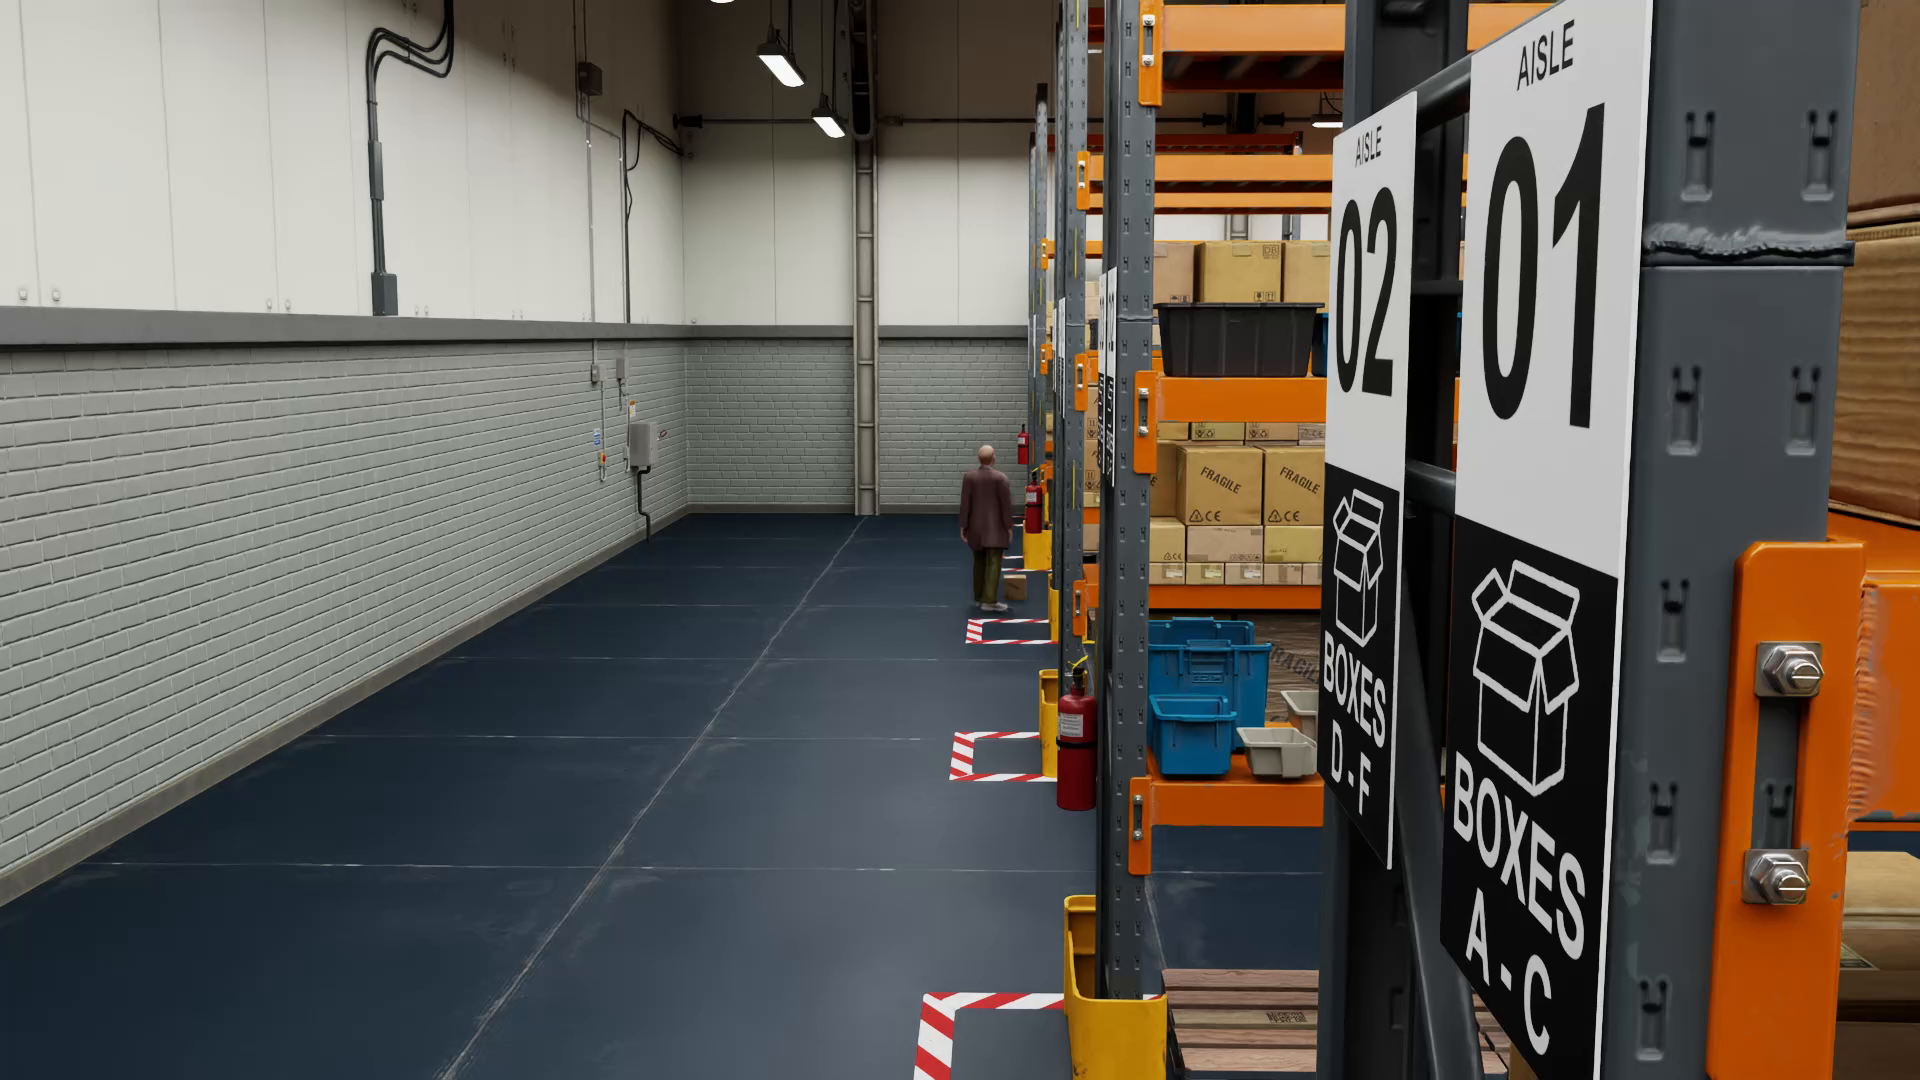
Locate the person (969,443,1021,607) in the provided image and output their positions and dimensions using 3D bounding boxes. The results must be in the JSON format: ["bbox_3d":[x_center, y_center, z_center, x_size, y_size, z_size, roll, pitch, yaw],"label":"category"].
[{"bbox_3d":[0.402,-0.172,18.139,0.624,1.777,0.756,3,8,26],"label":"person"}]
